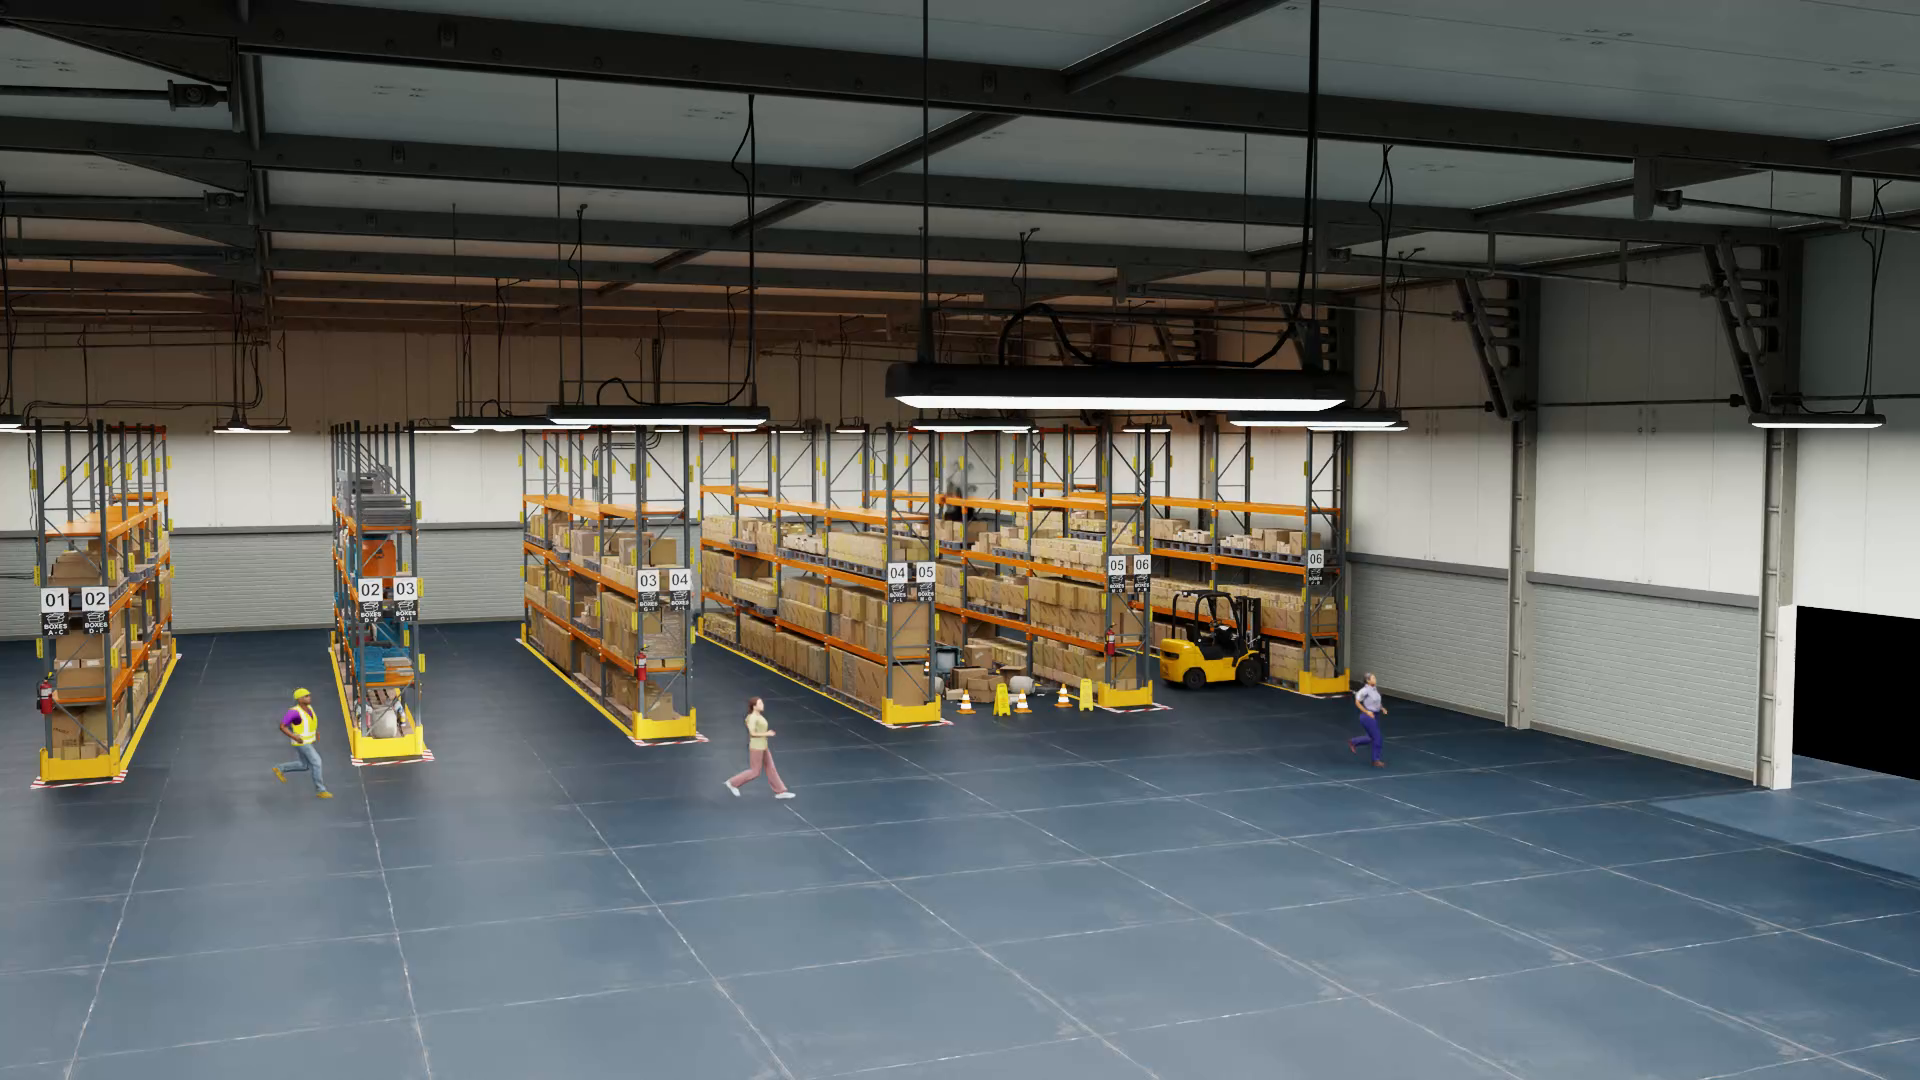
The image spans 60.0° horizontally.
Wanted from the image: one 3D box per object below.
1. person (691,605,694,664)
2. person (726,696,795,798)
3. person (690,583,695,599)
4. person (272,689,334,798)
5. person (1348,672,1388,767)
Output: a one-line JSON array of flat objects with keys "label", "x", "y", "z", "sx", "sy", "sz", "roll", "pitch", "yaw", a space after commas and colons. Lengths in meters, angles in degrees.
[{"label": "person", "x": -7.037, "y": 2.214, "z": 42.190, "sx": 0.648, "sy": 1.778, "sz": 0.922, "roll": -3, "pitch": 4, "yaw": -35}, {"label": "person", "x": -3.114, "y": 3.241, "z": 25.948, "sx": 1.076, "sy": 1.611, "sz": 0.588, "roll": 0, "pitch": 4, "yaw": 5}, {"label": "person", "x": -8.059, "y": 1.820, "z": 48.719, "sx": 0.715, "sy": 1.743, "sz": 0.603, "roll": 2, "pitch": 4, "yaw": 32}, {"label": "person", "x": -10.441, "y": 3.225, "z": 26.400, "sx": 1.040, "sy": 1.753, "sz": 0.677, "roll": 0, "pitch": 4, "yaw": 1}, {"label": "person", "x": 7.107, "y": 3.119, "z": 28.982, "sx": 0.724, "sy": 1.631, "sz": 0.607, "roll": 2, "pitch": 4, "yaw": 31}]
